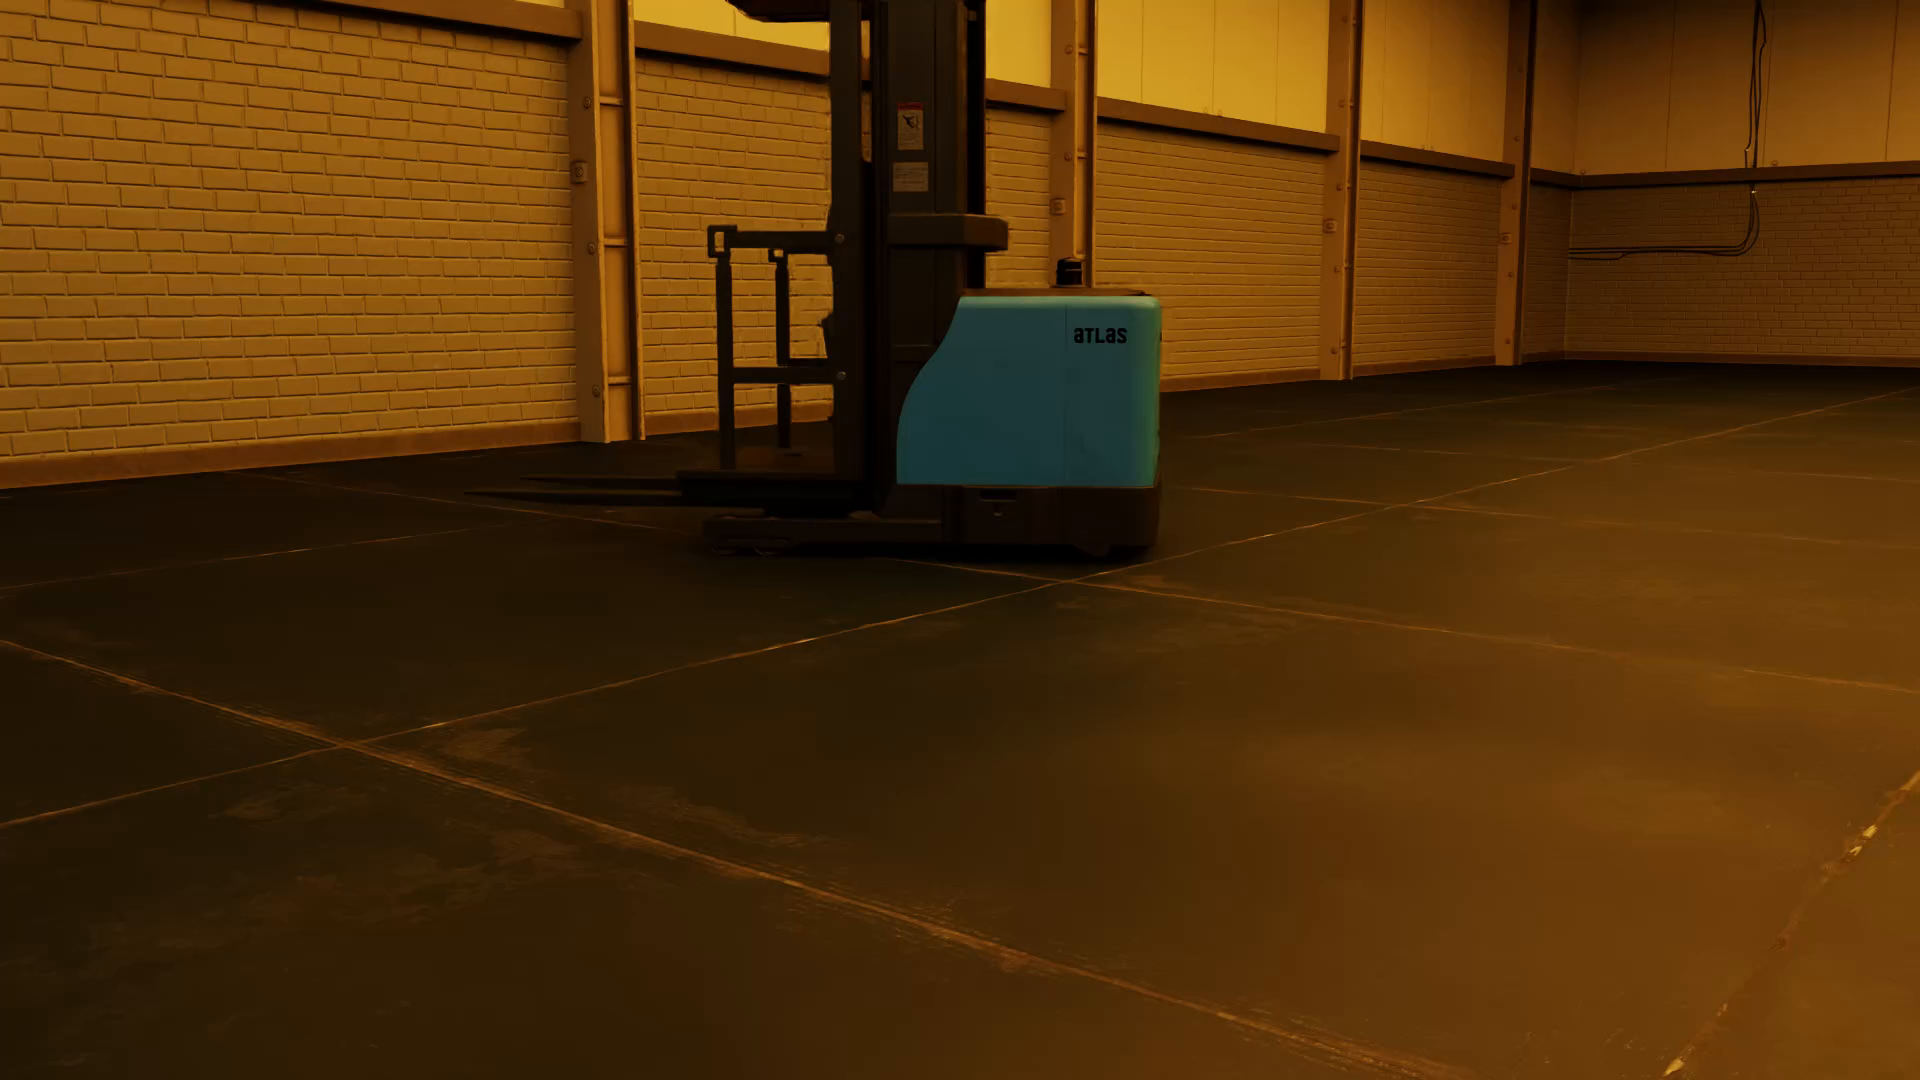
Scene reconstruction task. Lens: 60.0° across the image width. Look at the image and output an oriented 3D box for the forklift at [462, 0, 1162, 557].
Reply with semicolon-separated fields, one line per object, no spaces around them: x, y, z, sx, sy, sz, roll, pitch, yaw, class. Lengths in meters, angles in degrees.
-0.640;-1.456;7.229;3.031;2.935;1.130;1;8;8;forklift
